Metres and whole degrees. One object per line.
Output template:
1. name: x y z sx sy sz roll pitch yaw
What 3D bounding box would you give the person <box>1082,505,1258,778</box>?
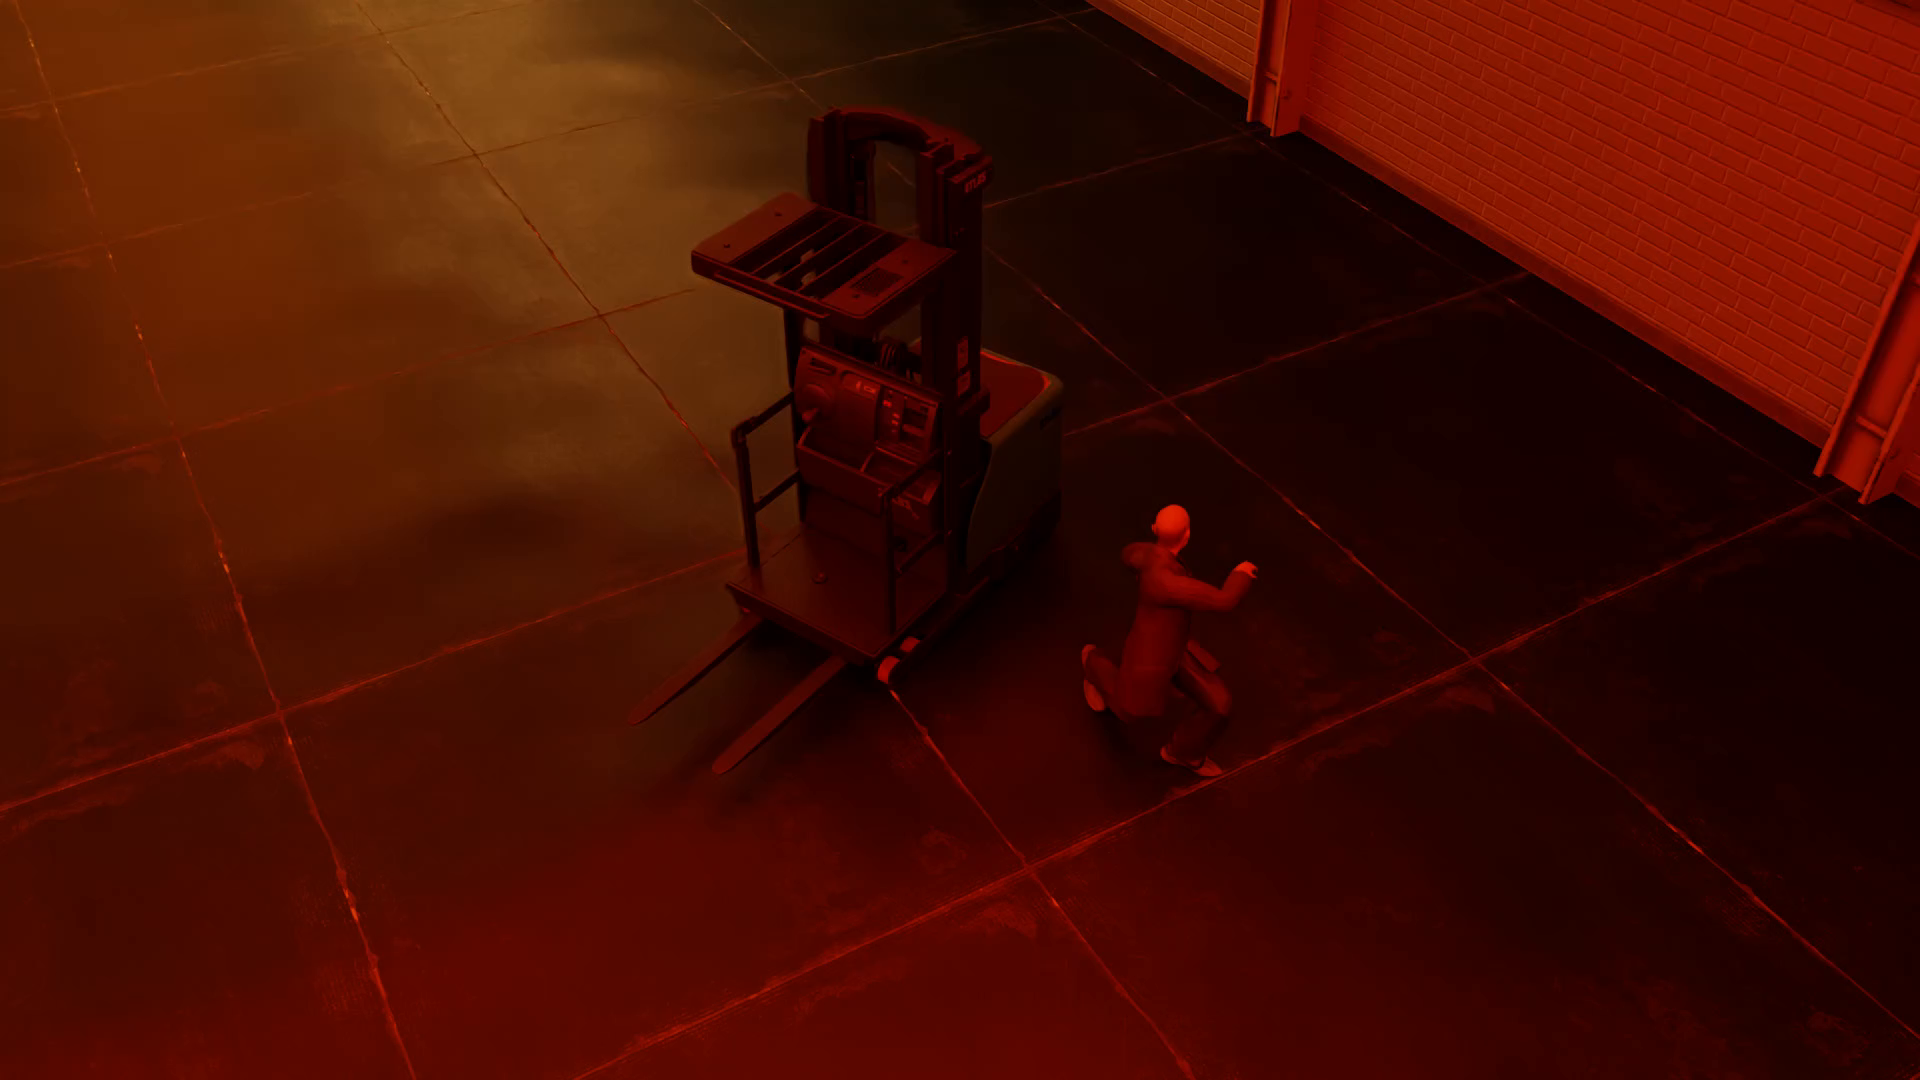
1. person: 1.072 0.452 8.672 1.006 1.548 0.780 25 46 27

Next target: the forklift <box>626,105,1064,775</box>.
1. forklift: -0.631 -0.663 8.836 1.130 2.935 3.031 24 45 26
